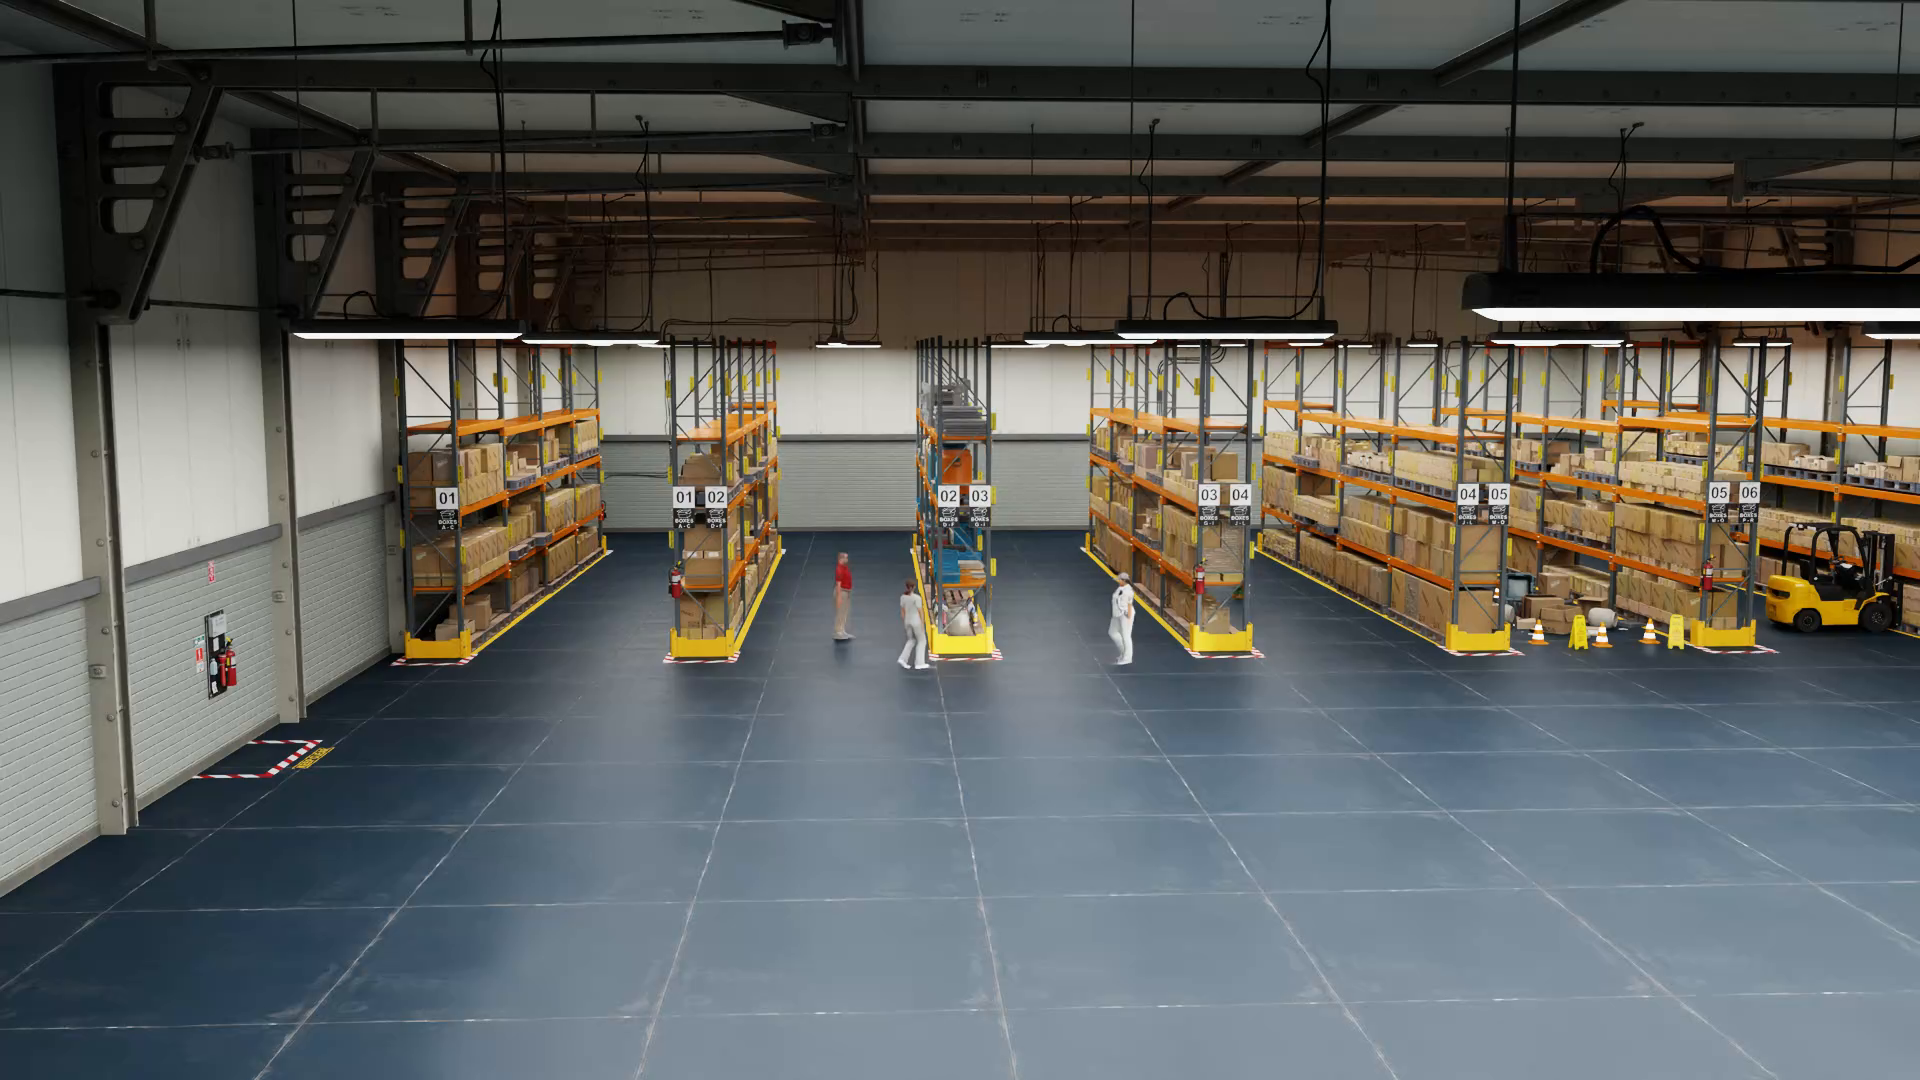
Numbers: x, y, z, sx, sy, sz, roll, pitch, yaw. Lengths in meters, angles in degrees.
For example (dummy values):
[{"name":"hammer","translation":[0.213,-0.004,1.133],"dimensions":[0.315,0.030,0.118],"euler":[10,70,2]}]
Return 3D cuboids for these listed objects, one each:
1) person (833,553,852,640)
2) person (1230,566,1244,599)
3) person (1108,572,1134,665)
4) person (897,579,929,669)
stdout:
[{"name":"person","translation":[-2.343,1.110,33.117],"dimensions":[0.368,1.735,0.642],"euler":[0,6,1]},{"name":"person","translation":[6.392,0.460,38.589],"dimensions":[0.488,1.798,0.593],"euler":[-5,8,-38]},{"name":"person","translation":[2.985,1.430,30.587],"dimensions":[0.411,1.692,0.533],"euler":[-2,7,-21]},{"name":"person","translation":[-0.819,1.515,30.013],"dimensions":[0.464,1.666,0.524],"euler":[6,9,43]}]
